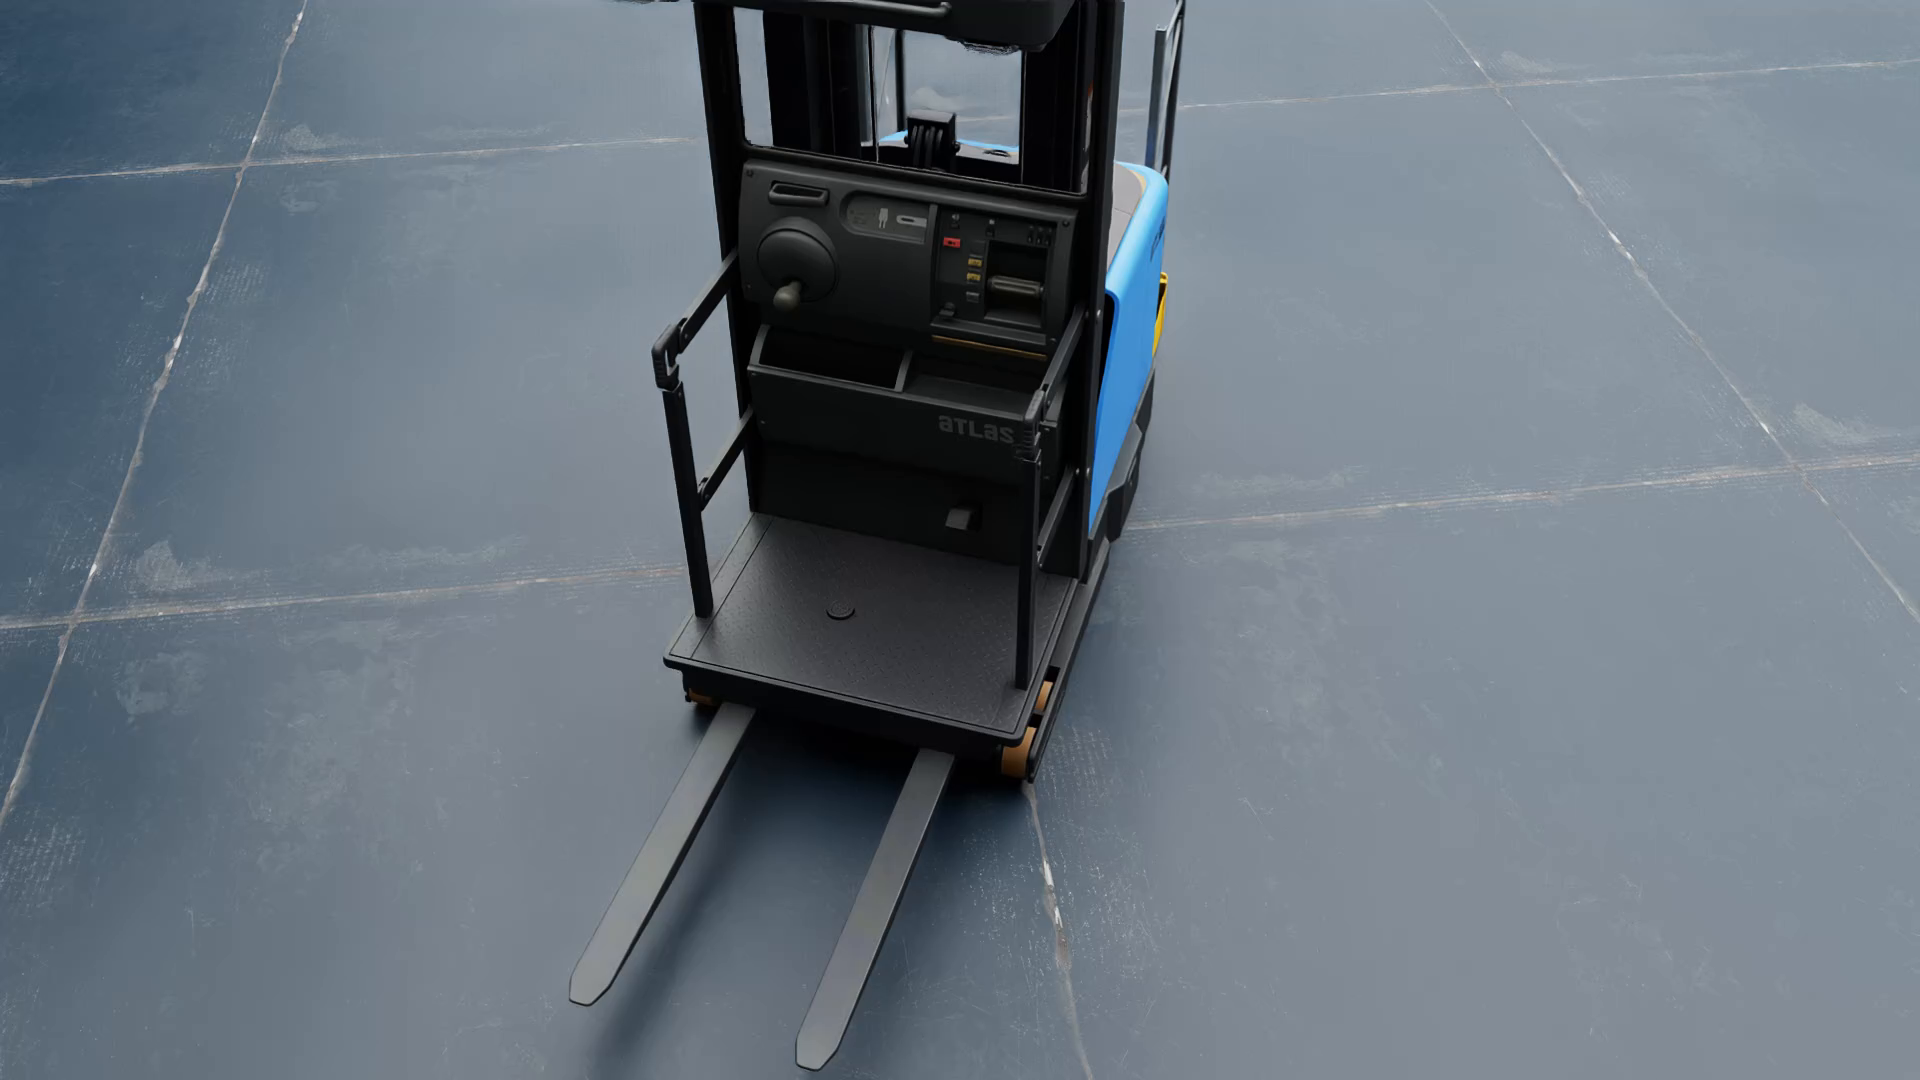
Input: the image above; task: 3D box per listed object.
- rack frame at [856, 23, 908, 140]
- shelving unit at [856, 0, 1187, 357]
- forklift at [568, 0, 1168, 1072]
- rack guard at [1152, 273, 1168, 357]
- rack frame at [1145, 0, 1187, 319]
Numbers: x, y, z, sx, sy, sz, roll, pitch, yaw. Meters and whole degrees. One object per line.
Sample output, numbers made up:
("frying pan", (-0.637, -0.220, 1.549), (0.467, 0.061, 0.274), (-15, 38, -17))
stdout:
("rack frame", (-0.277, -1.411, 6.195), (0.032, 1.500, 0.500), (10, 43, 11))
("shelving unit", (0.223, -1.322, 6.096), (1.083, 1.500, 0.587), (10, 43, 11))
("forklift", (-0.214, -0.679, 4.315), (1.130, 2.935, 3.031), (12, 43, 13))
("rack guard", (0.705, -0.772, 6.419), (0.087, 0.250, 0.587), (10, 43, 11))
("rack frame", (0.706, -1.236, 6.001), (0.032, 1.500, 0.500), (10, 43, 11))
